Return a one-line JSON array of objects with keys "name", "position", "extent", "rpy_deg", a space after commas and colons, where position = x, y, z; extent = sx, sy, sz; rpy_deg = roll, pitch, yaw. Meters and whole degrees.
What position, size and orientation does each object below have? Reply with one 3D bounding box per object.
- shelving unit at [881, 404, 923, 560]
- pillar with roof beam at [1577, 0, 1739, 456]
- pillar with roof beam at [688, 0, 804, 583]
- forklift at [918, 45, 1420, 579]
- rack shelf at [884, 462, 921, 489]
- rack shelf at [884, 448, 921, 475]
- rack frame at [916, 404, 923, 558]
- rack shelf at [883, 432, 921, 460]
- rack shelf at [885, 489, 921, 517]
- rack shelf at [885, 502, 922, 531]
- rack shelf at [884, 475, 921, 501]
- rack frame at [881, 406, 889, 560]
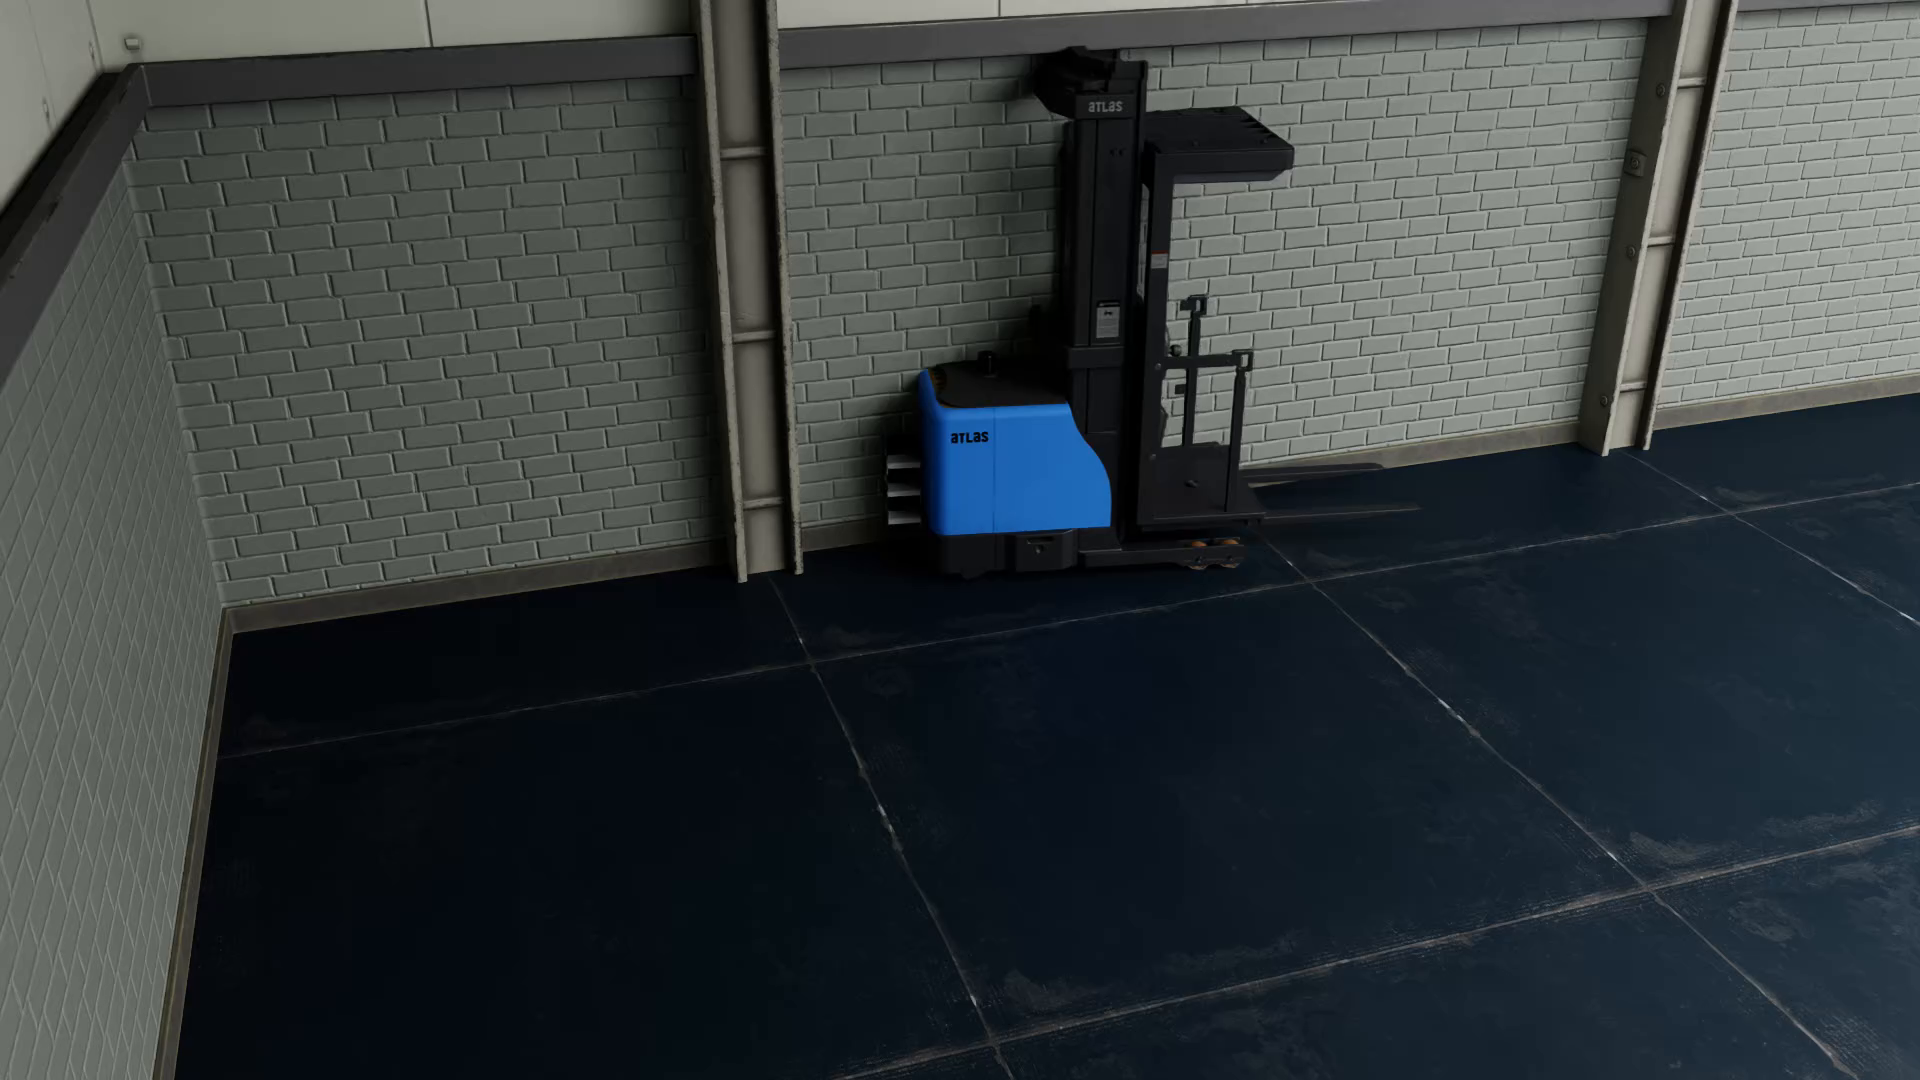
[{"name": "shelving unit", "position": [-0.344, -0.342, 9.926], "extent": [0.210, 0.900, 0.258], "rpy_deg": [-3, 27, -7]}, {"name": "pillar with roof beam", "position": [5.876, -2.878, 5.928], "extent": [0.400, 9.000, 9.100], "rpy_deg": [-8, 28, -16]}, {"name": "pillar with roof beam", "position": [0.171, -2.052, 4.263], "extent": [0.400, 9.000, 9.100], "rpy_deg": [-8, 28, -16]}, {"name": "forklift", "position": [1.262, -1.364, 9.702], "extent": [3.031, 2.935, 1.130], "rpy_deg": [-3, 27, -7]}, {"name": "rack shelf", "position": [-0.344, -0.393, 9.901], "extent": [0.200, 0.077, 0.258], "rpy_deg": [-3, 27, -7]}, {"name": "rack shelf", "position": [-0.344, -0.473, 9.861], "extent": [0.200, 0.077, 0.258], "rpy_deg": [-3, 27, -7]}, {"name": "rack frame", "position": [-0.244, -0.348, 9.938], "extent": [0.006, 0.900, 0.240], "rpy_deg": [-3, 27, -7]}, {"name": "rack shelf", "position": [-0.345, -0.554, 9.821], "extent": [0.200, 0.077, 0.258], "rpy_deg": [-3, 27, -7]}, {"name": "rack shelf", "position": [-0.344, -0.231, 9.981], "extent": [0.200, 0.077, 0.258], "rpy_deg": [-3, 27, -7]}, {"name": "rack shelf", "position": [-0.344, -0.151, 10.021], "extent": [0.200, 0.077, 0.258], "rpy_deg": [-3, 27, -7]}, {"name": "rack shelf", "position": [-0.344, -0.312, 9.941], "extent": [0.200, 0.077, 0.258], "rpy_deg": [-3, 27, -7]}, {"name": "rack frame", "position": [-0.445, -0.336, 9.914], "extent": [0.006, 0.900, 0.240], "rpy_deg": [-3, 27, -7]}]
